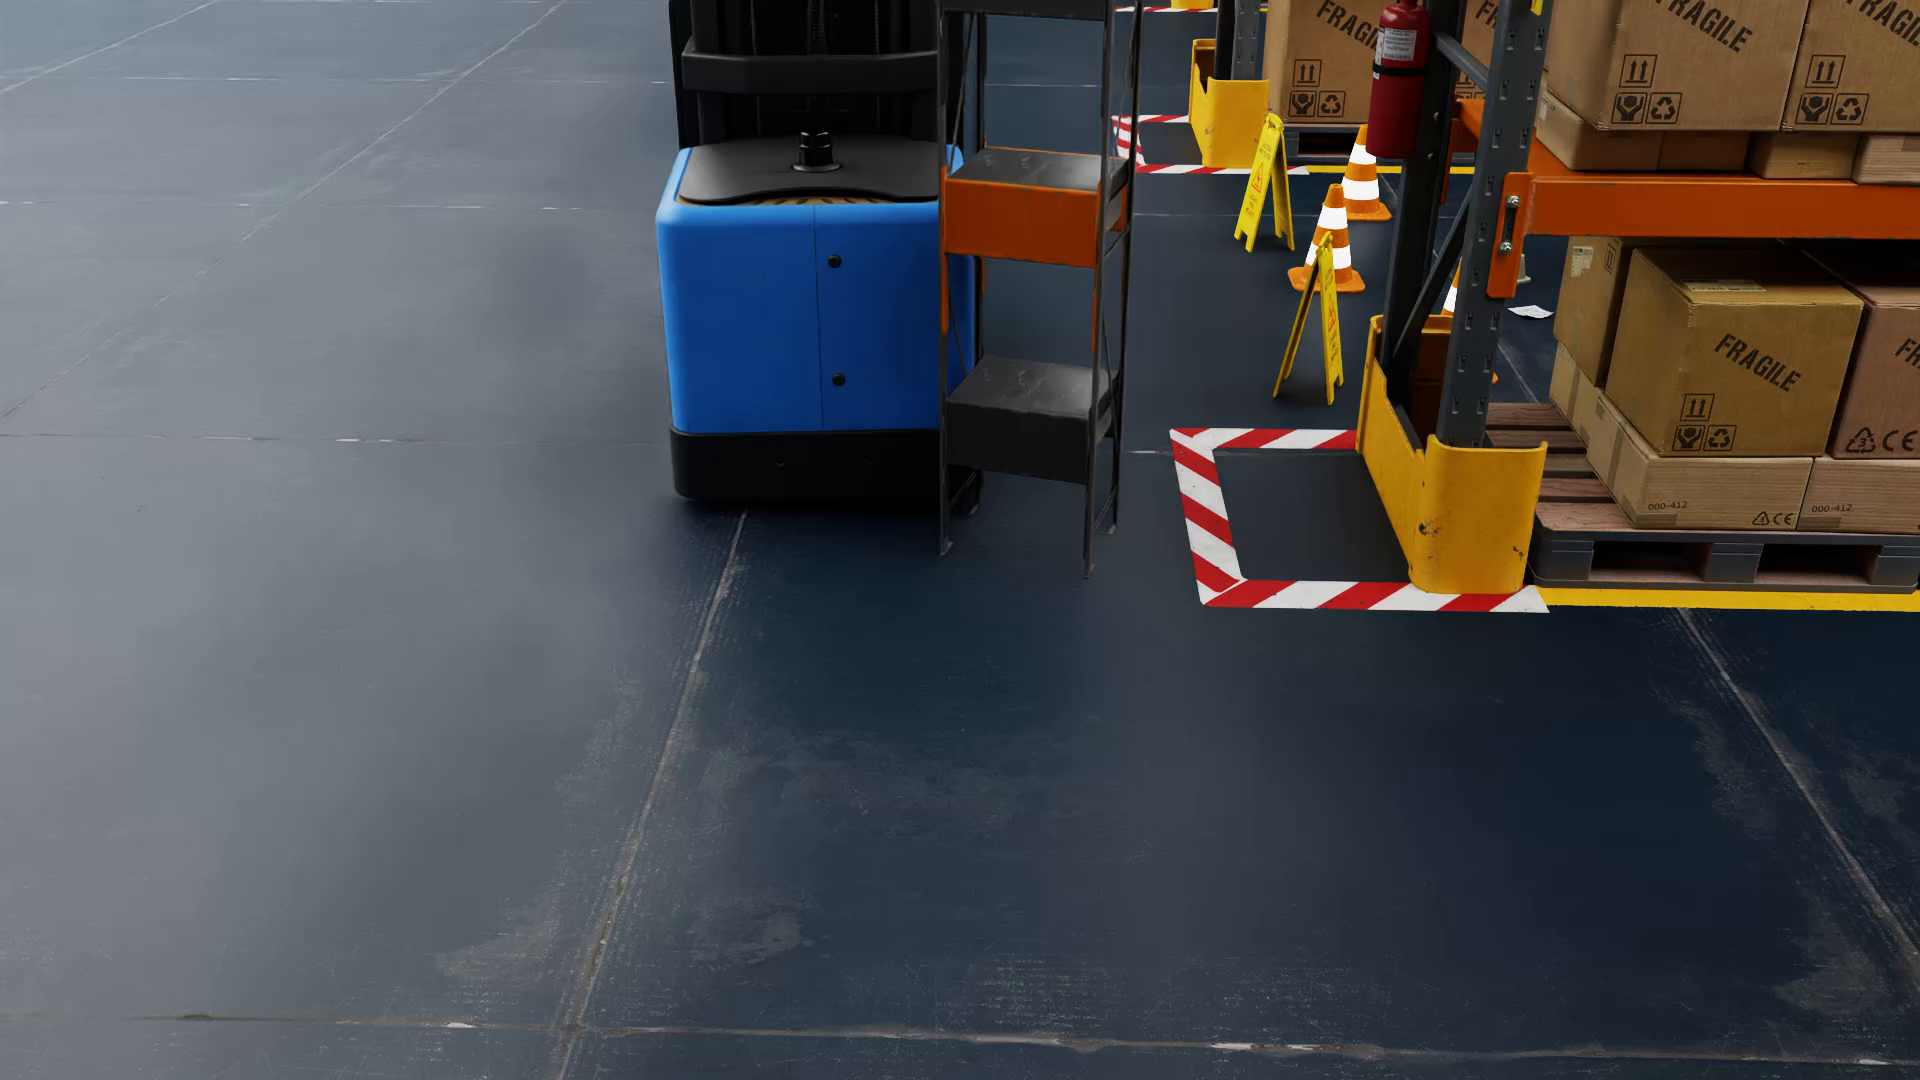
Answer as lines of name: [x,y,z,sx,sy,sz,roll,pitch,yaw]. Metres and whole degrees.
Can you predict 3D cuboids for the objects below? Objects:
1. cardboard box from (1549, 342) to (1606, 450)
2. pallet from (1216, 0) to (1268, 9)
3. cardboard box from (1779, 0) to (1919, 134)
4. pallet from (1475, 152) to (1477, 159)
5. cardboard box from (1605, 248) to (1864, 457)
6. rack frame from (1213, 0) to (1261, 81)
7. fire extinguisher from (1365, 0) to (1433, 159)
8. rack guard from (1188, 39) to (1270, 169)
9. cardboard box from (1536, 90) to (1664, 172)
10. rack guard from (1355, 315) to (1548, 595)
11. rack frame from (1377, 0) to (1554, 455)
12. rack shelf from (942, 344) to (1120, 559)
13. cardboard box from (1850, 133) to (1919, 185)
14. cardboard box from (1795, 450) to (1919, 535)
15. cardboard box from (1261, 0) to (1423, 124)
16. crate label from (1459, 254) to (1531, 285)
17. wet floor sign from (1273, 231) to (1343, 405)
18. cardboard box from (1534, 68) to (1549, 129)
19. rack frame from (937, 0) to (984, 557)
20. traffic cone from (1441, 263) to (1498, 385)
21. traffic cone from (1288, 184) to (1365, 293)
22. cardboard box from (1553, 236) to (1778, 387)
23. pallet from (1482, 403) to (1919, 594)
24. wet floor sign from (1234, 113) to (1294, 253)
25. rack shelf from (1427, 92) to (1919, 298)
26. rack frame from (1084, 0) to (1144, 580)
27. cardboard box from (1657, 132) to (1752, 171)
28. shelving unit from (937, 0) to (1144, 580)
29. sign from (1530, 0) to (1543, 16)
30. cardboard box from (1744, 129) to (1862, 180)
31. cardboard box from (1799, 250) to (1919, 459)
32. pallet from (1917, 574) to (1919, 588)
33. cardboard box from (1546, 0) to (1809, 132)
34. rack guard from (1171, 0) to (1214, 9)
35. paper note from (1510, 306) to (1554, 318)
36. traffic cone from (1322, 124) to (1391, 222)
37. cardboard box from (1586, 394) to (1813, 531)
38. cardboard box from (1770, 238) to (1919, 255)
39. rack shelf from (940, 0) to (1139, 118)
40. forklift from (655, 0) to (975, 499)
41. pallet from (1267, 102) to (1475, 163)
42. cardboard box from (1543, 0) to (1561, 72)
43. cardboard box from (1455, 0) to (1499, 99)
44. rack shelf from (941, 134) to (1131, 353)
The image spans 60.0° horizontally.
cardboard box: [2.400,-0.512,5.818,0.500,0.250,0.500,1,28,2]
pallet: [2.795,-4.804,14.405,1.213,0.211,1.003,1,28,2]
cardboard box: [2.540,-1.460,4.694,0.500,0.500,0.500,2,28,3]
pallet: [3.650,-2.517,10.091,1.213,0.211,1.003,1,28,2]
cardboard box: [2.379,-0.588,5.161,0.500,0.500,0.500,0,28,0]
rack frame: [1.632,-3.747,9.434,0.127,3.000,1.000,1,28,2]
fire extinguisher: [1.460,-1.612,5.489,0.183,0.674,0.296,1,28,2]
rack guard: [1.608,-2.643,10.020,0.348,0.500,1.175,1,28,2]
cardboard box: [1.891,-1.215,4.926,0.250,0.149,0.380,1,28,2]
rack guard: [1.634,-0.323,5.643,0.348,0.500,1.175,1,28,2]
rack frame: [1.558,-1.429,5.060,0.127,3.000,1.000,1,28,2]
rack shelf: [0.237,-0.295,5.406,0.480,0.518,0.431,9,29,16]
cardboard box: [2.658,-1.150,4.802,0.250,0.149,0.380,1,28,3]
cardboard box: [2.865,-0.245,5.314,0.500,0.250,0.500,2,28,4]
cardboard box: [2.312,-3.014,9.871,0.875,0.875,0.875,1,28,2]
crate label: [2.521,-1.302,7.877,0.298,0.136,0.250,-14,31,-24]
wet floor sign: [1.406,-0.893,6.562,0.232,0.644,0.267,11,30,19]
cardboard box: [1.940,-1.412,5.296,0.250,0.149,0.380,2,28,4]
rack frame: [0.005,-0.962,5.140,0.015,2.100,0.400,9,29,16]
traffic cone: [2.034,-0.905,6.780,0.334,0.463,0.336,1,28,2]
traffic cone: [1.733,-1.430,7.771,0.334,0.463,0.336,1,28,2]
cardboard box: [2.368,-0.840,5.636,0.500,0.500,0.500,1,28,2]
pallet: [2.445,-0.166,5.654,1.213,0.211,1.003,1,28,2]
wet floor sign: [1.533,-1.781,8.238,0.232,0.644,0.267,-4,28,-7]
rack shelf: [3.557,-1.078,5.166,4.000,0.370,1.077,1,28,2]
rack frame: [0.469,-0.890,5.004,0.015,2.100,0.400,9,29,16]
cardboard box: [2.143,-1.218,4.931,0.250,0.149,0.380,1,28,3]
shelving unit: [0.237,-0.926,5.072,0.503,2.100,0.431,9,29,16]
sign: [1.539,-1.557,4.378,0.005,0.325,0.100,1,28,2]
cardboard box: [2.406,-1.175,4.850,0.250,0.149,0.380,0,28,0]
cardboard box: [2.901,-0.581,5.148,0.500,0.500,0.500,0,28,0]
pallet: [3.661,-0.144,5.614,1.213,0.211,1.003,1,28,2]
cardboard box: [2.022,-1.467,4.707,0.500,0.500,0.500,1,28,1]
rack guard: [1.984,-4.962,14.394,0.348,0.500,1.175,1,28,2]
paper note: [2.573,-1.033,7.484,0.142,0.019,0.148,-9,29,-16]
traffic cone: [2.113,-1.953,8.758,0.334,0.463,0.336,1,28,2]
cardboard box: [2.355,-0.257,5.337,0.500,0.250,0.500,1,28,1]
cardboard box: [2.890,-0.833,5.622,0.500,0.500,0.500,2,28,4]
rack shelf: [0.237,-1.532,4.750,0.480,0.518,0.431,9,29,16]
forklift: [-0.542,-2.088,6.377,1.130,2.935,3.031,-1,28,-3]
pallet: [2.434,-2.539,10.131,1.213,0.211,1.003,1,28,2]
cardboard box: [2.111,-1.724,5.194,0.500,0.500,0.500,0,28,1]
cardboard box: [3.192,-3.000,9.845,0.875,0.875,0.875,1,28,1]
rack shelf: [0.237,-0.914,5.078,0.480,0.518,0.431,9,29,16]
